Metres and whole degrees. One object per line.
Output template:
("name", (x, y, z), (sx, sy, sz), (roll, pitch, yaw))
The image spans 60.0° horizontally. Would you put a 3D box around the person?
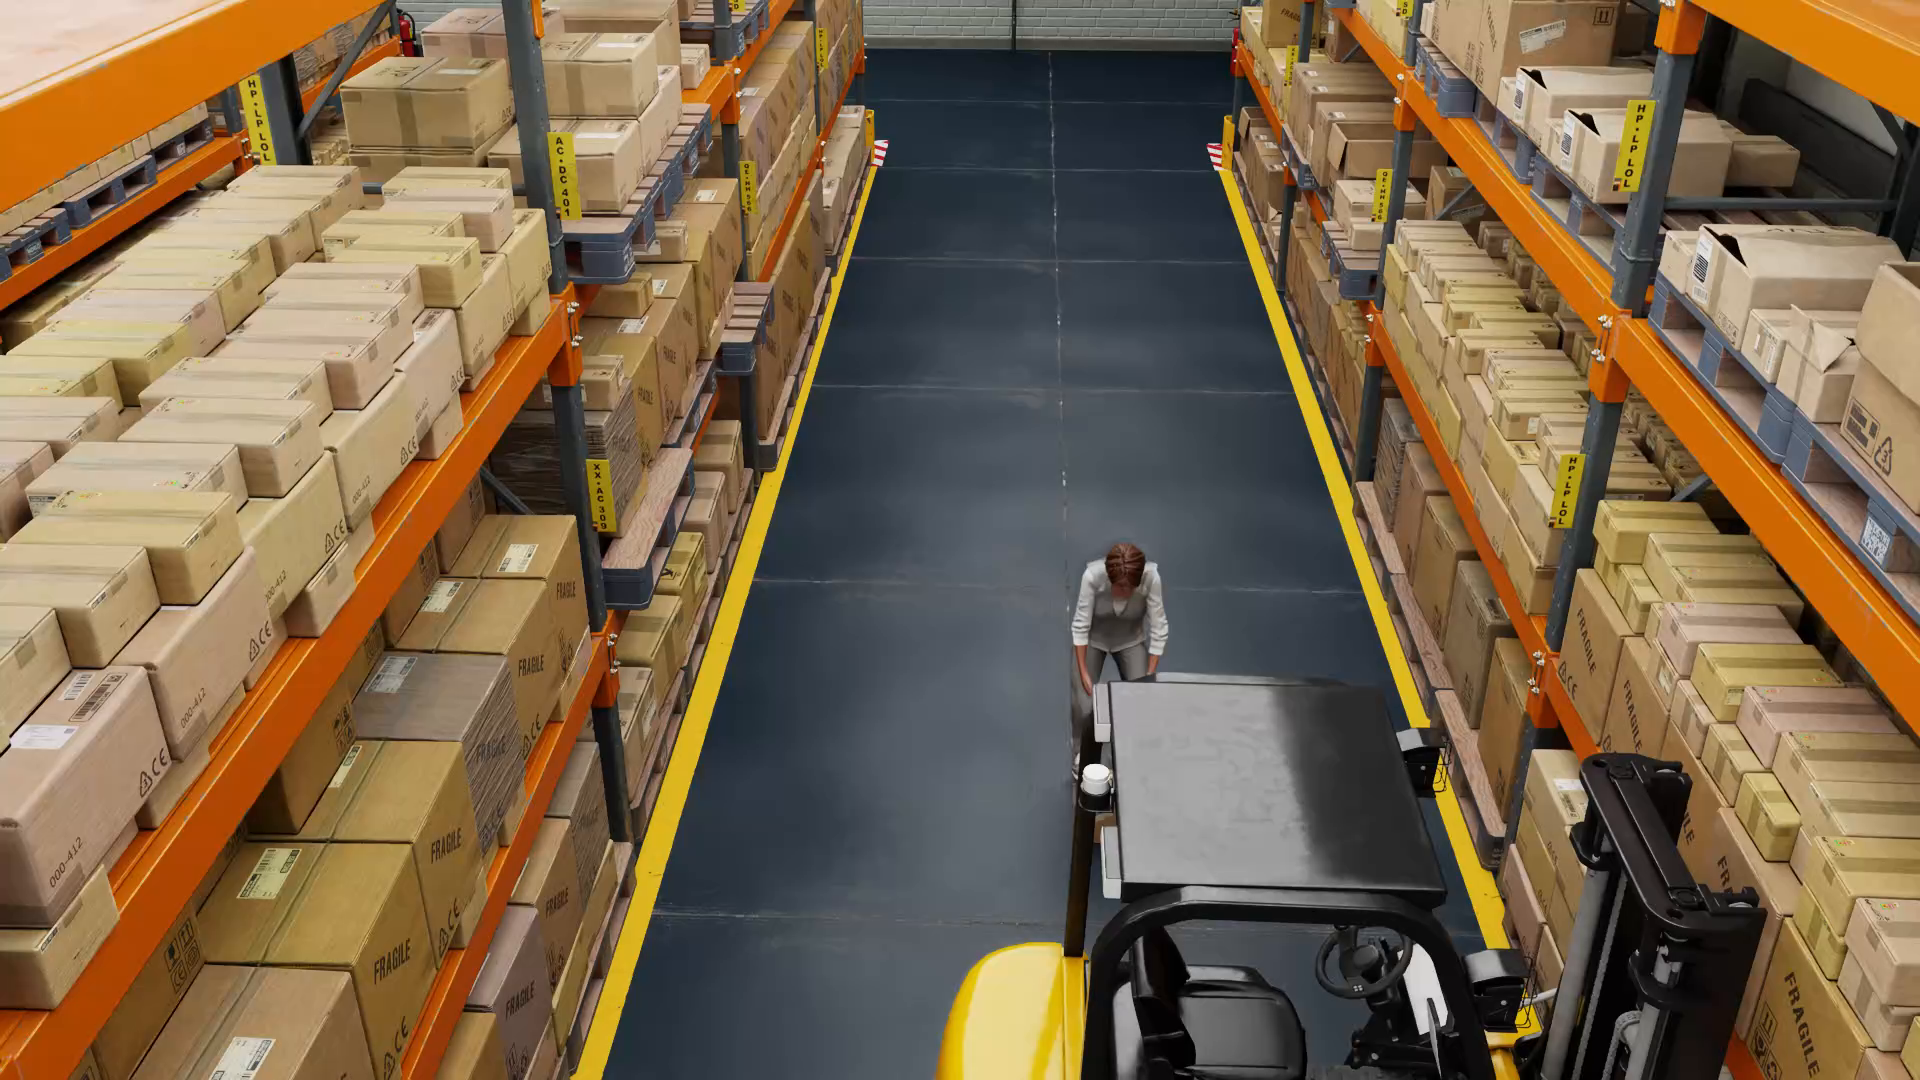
("person", (0.761, 0.562, 8.041), (0.458, 1.385, 0.581), (1, 28, 2))
